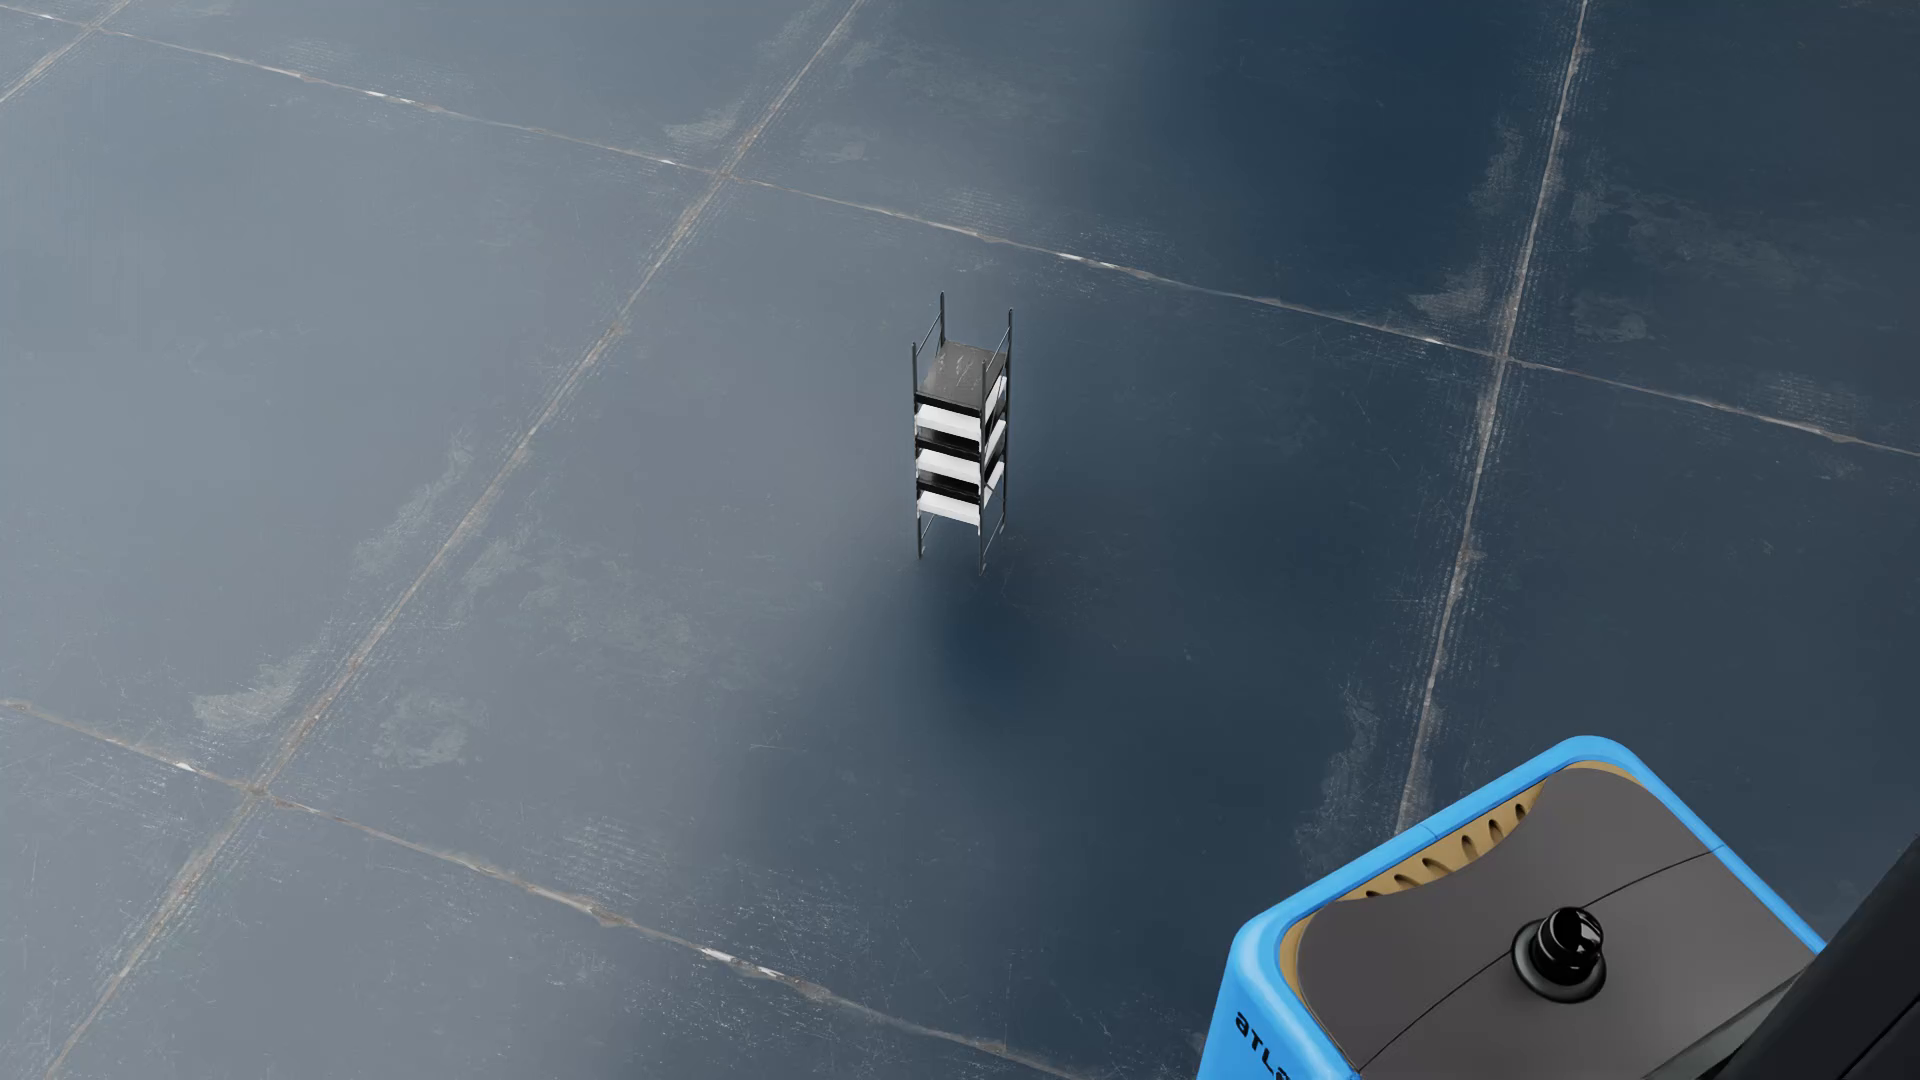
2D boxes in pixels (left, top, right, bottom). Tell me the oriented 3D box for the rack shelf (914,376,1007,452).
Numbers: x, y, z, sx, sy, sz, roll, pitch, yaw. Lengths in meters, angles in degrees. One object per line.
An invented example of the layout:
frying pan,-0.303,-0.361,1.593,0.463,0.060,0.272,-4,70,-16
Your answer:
rack shelf,0.008,-0.389,4.797,0.200,0.077,0.258,16,51,13

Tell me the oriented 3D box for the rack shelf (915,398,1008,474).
rack shelf,0.008,-0.330,4.865,0.200,0.077,0.258,16,51,13

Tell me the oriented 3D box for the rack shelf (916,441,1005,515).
rack shelf,0.008,-0.212,5.001,0.200,0.077,0.258,16,51,13

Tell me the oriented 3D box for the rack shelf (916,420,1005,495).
rack shelf,0.008,-0.271,4.933,0.200,0.077,0.258,16,51,13

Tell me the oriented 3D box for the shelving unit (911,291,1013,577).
shelving unit,0.008,-0.293,4.908,0.210,0.900,0.258,16,51,13

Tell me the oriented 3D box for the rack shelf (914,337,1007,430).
rack shelf,0.008,-0.448,4.729,0.200,0.077,0.258,16,51,13

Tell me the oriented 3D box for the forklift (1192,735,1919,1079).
forklift,1.682,1.278,2.203,1.130,2.935,3.031,-24,53,-19

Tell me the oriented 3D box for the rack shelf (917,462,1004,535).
rack shelf,0.008,-0.153,5.069,0.200,0.077,0.258,16,51,13

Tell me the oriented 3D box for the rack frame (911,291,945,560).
rack frame,-0.088,-0.319,4.931,0.006,0.900,0.240,16,51,13

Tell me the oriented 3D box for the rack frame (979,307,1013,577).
rack frame,0.103,-0.266,4.885,0.006,0.900,0.240,16,51,13
